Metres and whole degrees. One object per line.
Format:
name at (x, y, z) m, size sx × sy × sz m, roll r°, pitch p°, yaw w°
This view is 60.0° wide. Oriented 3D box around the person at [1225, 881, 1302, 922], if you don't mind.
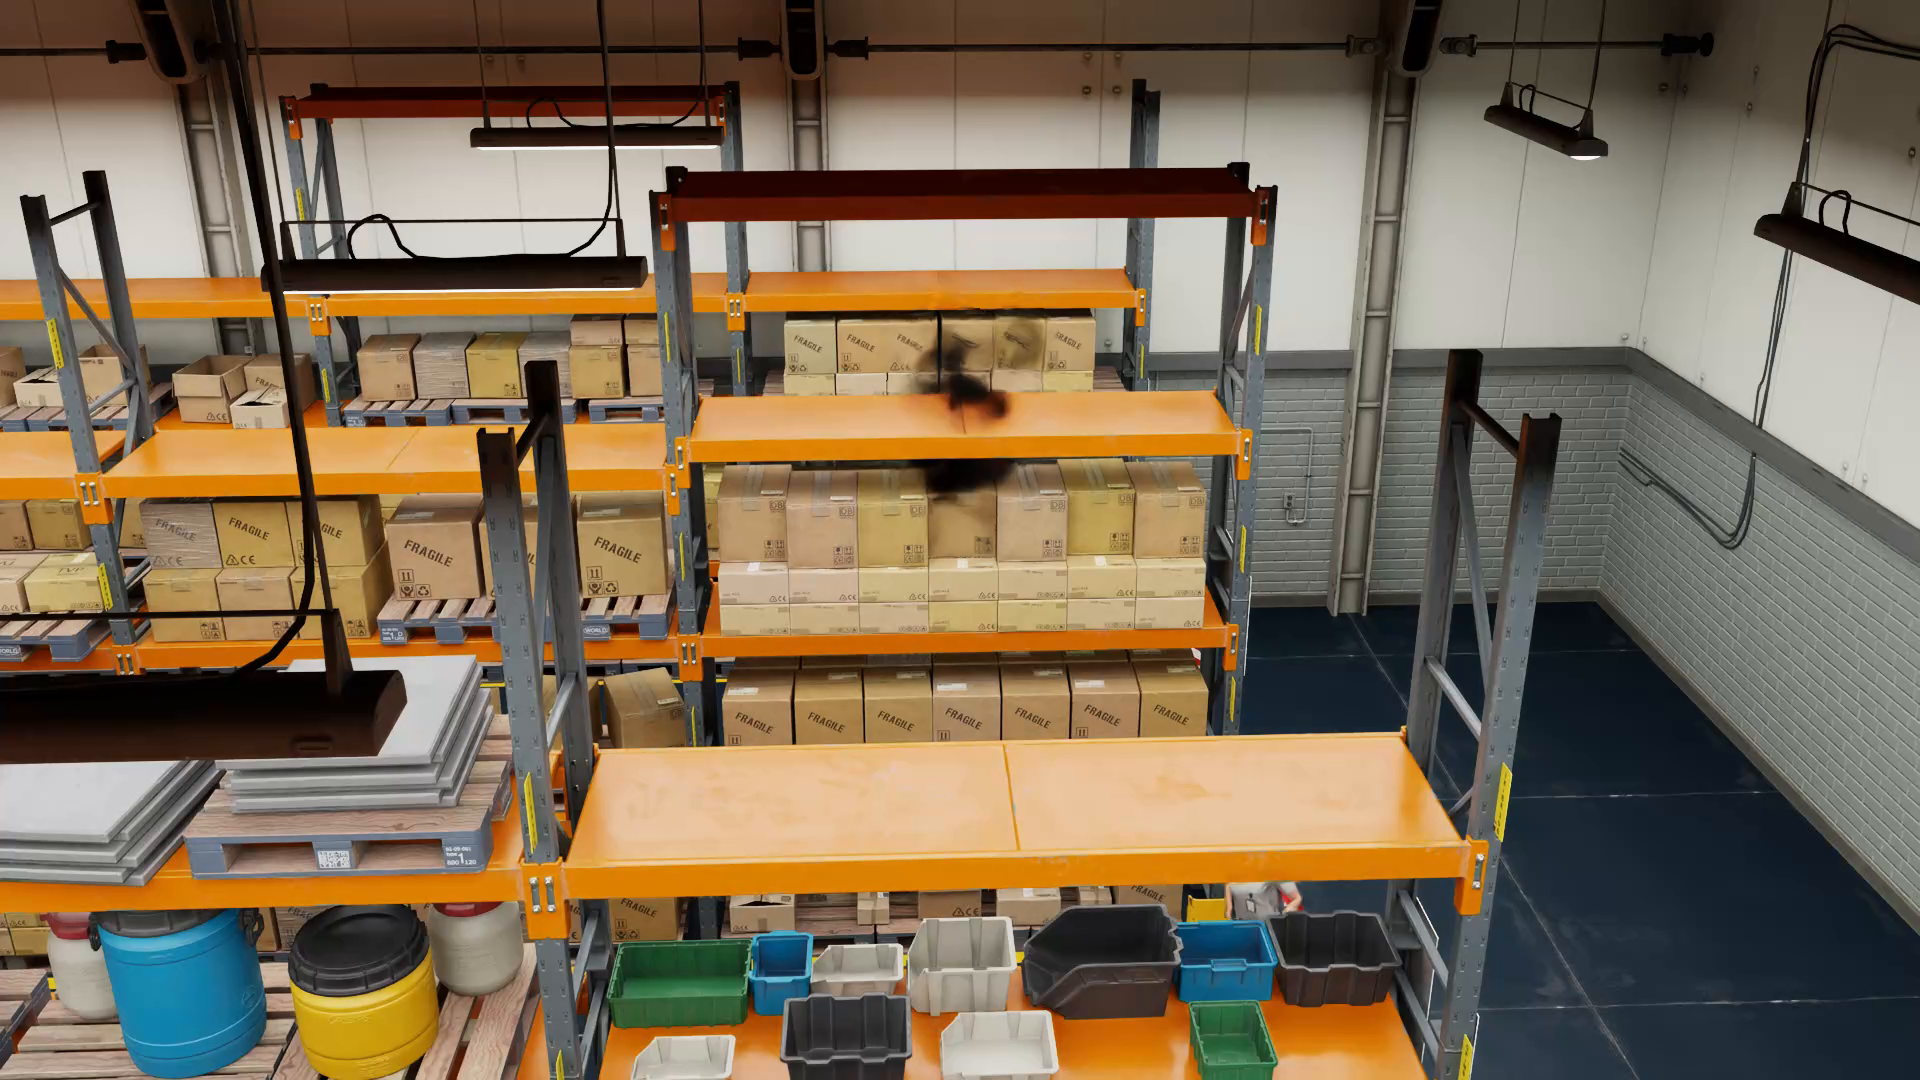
person at (2.091, 2.714, 11.664) m, size 0.802 × 1.622 × 0.604 m, roll -18°, pitch 28°, yaw -38°
